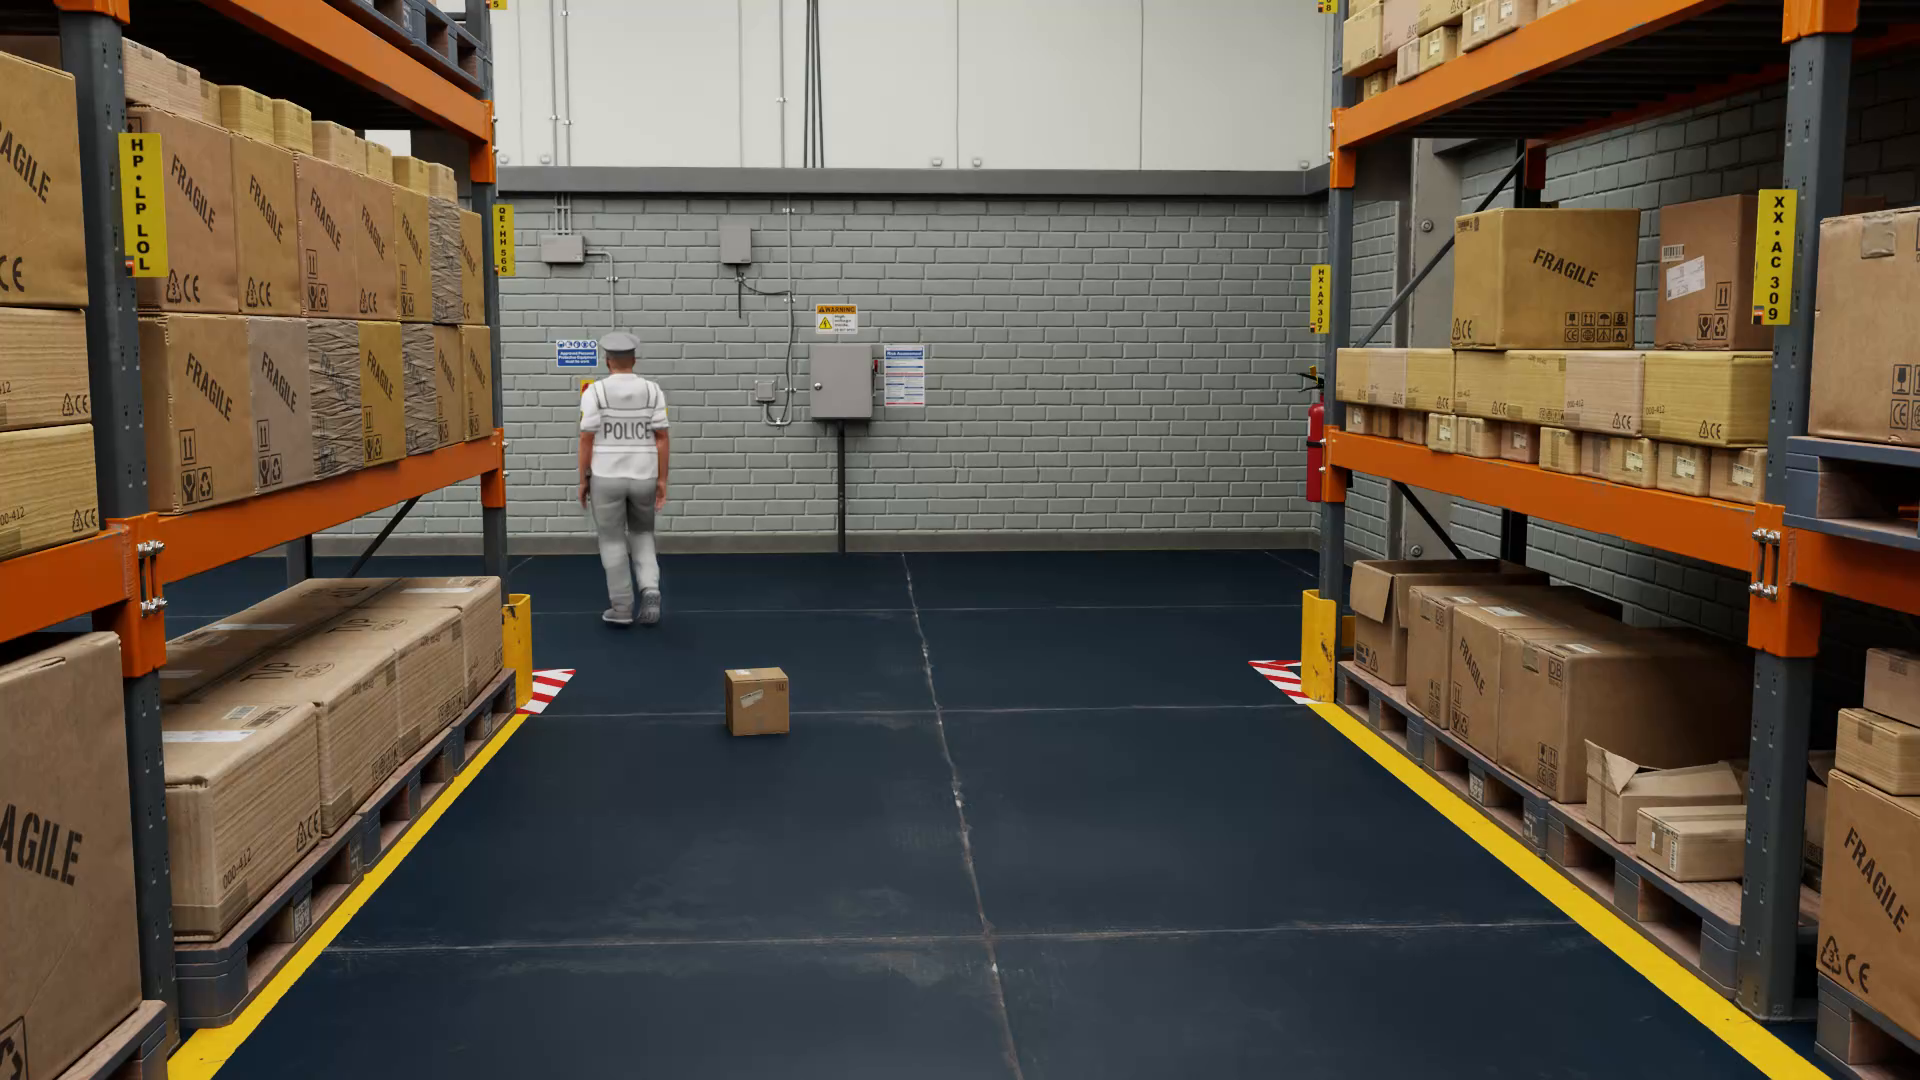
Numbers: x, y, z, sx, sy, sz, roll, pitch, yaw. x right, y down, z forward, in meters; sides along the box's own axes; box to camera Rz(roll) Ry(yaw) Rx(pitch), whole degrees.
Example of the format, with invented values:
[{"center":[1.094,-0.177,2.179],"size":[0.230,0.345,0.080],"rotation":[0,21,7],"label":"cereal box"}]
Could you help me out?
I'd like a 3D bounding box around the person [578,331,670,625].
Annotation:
[{"center":[-2.053,-0.359,10.085],"size":[0.531,1.804,0.452],"rotation":[-4,8,-29],"label":"person"}]
